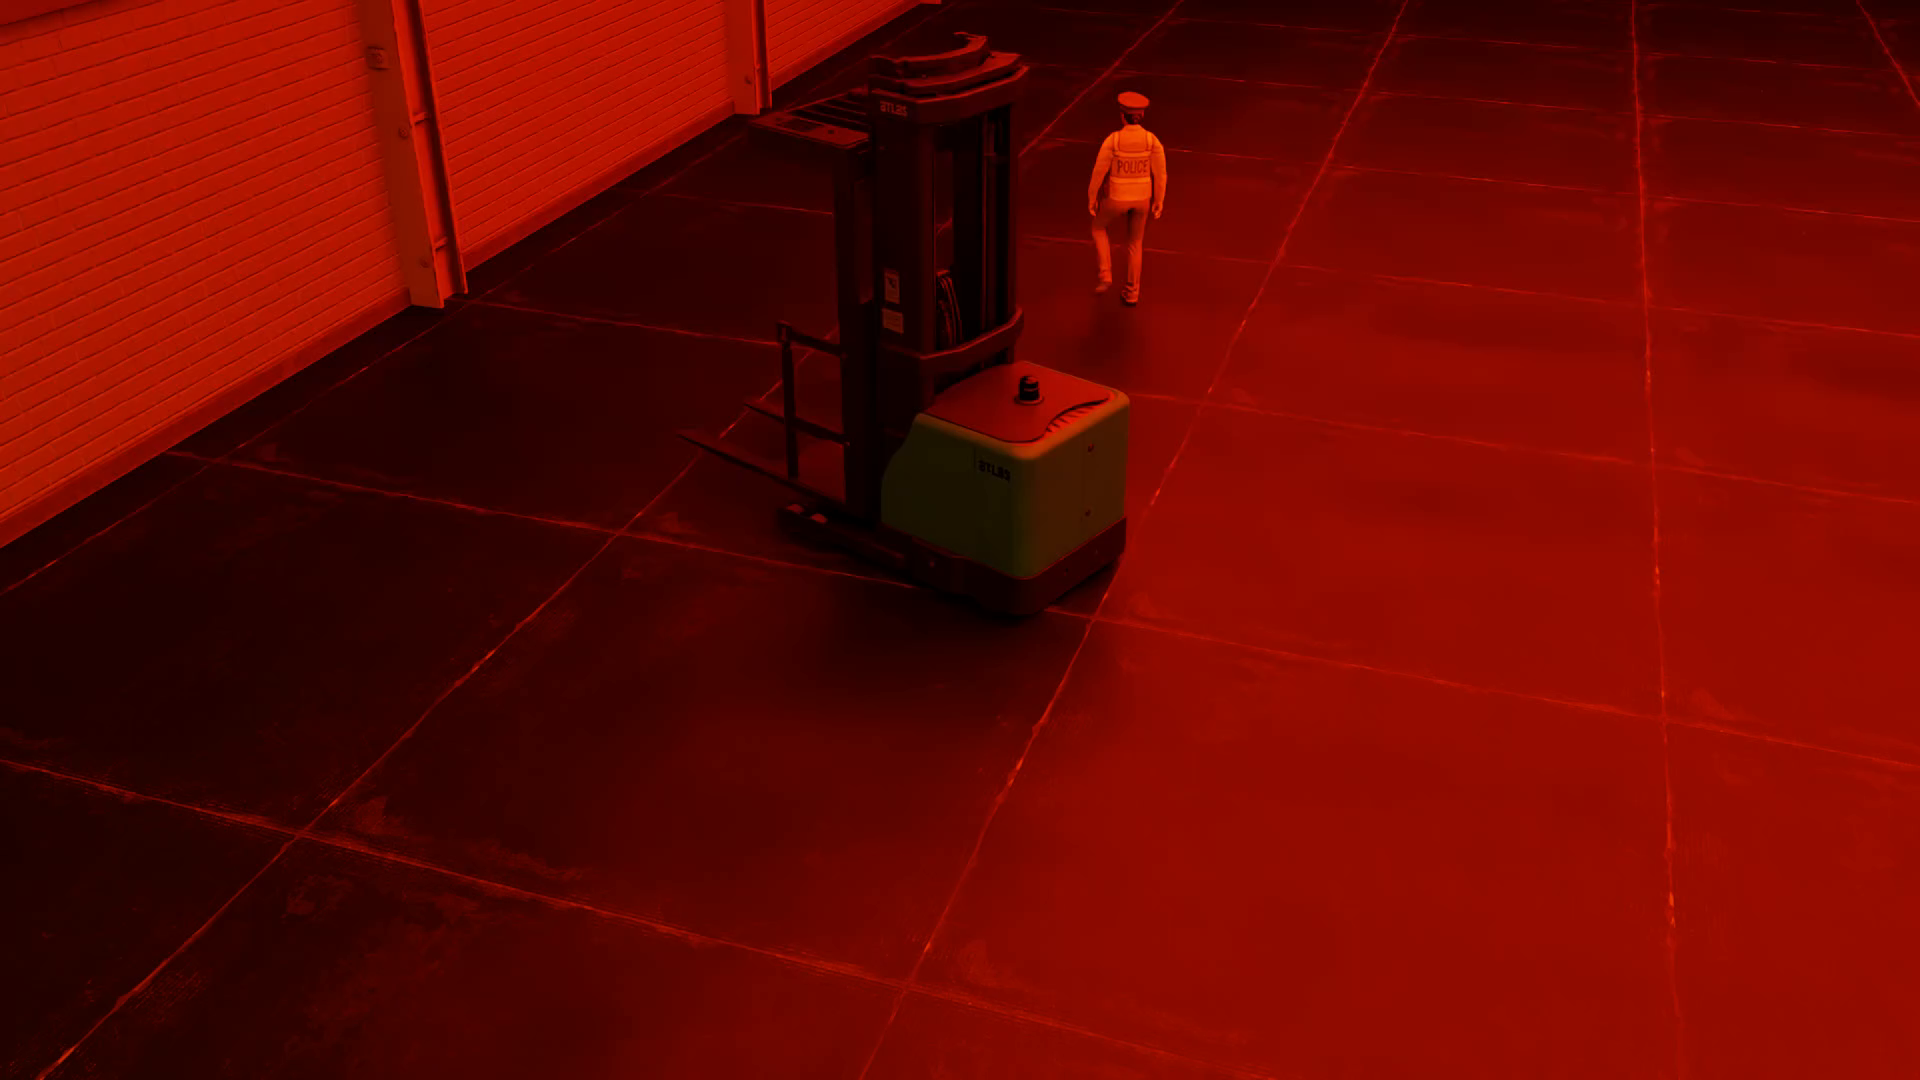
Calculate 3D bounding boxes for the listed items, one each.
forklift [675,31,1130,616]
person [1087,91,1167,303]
[{"bbox_3d":[-0.486,-1.444,9.670,3.031,2.935,1.130,22,36,33],"label":"forklift"},{"bbox_3d":[1.303,-2.715,13.195,0.611,1.652,0.440,-4,30,-7],"label":"person"}]
